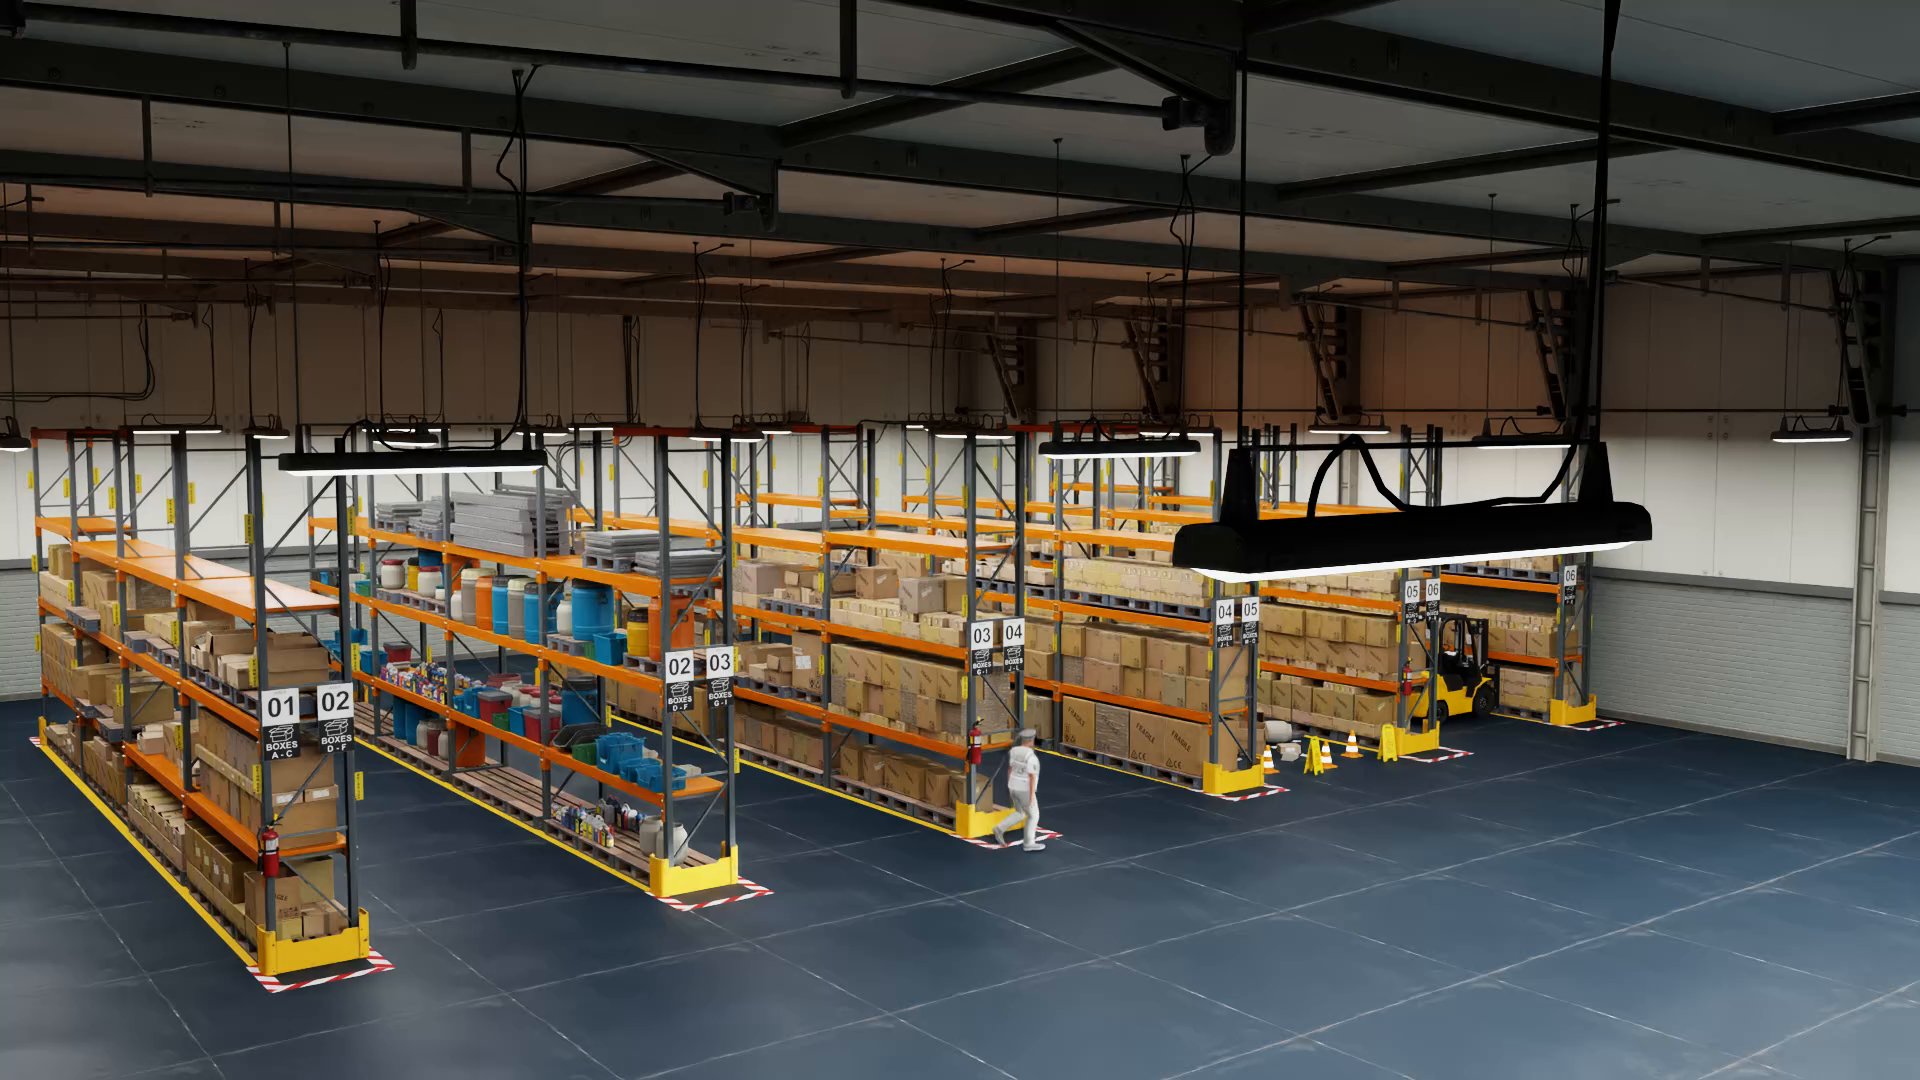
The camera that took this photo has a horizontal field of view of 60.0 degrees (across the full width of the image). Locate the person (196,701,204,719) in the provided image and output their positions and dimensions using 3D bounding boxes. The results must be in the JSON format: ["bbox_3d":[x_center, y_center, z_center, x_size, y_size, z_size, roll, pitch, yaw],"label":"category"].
[{"bbox_3d":[-15.087,2.943,32.689,1.009,1.605,0.424,4,6,40],"label":"person"}]

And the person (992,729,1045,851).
[{"bbox_3d":[0.873,3.574,23.792,0.688,1.734,0.549,-2,5,-21],"label":"person"}]
